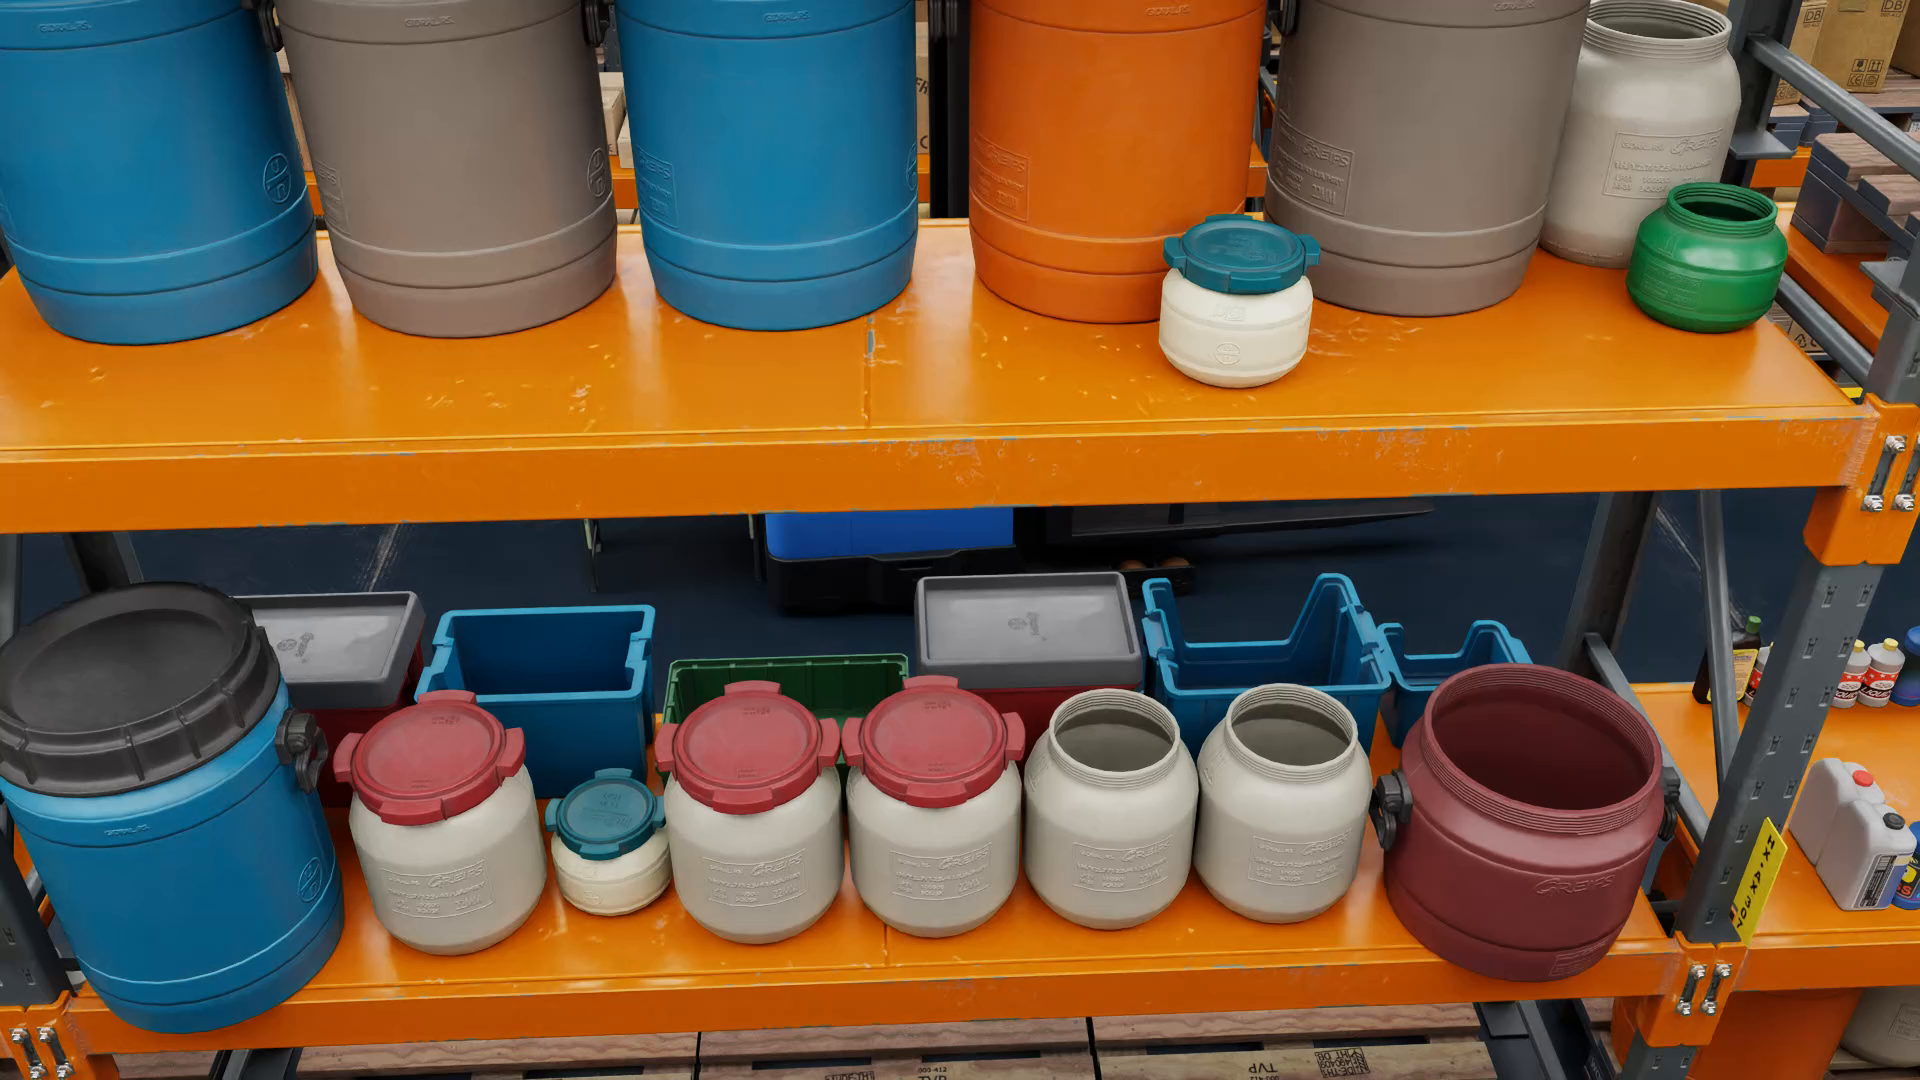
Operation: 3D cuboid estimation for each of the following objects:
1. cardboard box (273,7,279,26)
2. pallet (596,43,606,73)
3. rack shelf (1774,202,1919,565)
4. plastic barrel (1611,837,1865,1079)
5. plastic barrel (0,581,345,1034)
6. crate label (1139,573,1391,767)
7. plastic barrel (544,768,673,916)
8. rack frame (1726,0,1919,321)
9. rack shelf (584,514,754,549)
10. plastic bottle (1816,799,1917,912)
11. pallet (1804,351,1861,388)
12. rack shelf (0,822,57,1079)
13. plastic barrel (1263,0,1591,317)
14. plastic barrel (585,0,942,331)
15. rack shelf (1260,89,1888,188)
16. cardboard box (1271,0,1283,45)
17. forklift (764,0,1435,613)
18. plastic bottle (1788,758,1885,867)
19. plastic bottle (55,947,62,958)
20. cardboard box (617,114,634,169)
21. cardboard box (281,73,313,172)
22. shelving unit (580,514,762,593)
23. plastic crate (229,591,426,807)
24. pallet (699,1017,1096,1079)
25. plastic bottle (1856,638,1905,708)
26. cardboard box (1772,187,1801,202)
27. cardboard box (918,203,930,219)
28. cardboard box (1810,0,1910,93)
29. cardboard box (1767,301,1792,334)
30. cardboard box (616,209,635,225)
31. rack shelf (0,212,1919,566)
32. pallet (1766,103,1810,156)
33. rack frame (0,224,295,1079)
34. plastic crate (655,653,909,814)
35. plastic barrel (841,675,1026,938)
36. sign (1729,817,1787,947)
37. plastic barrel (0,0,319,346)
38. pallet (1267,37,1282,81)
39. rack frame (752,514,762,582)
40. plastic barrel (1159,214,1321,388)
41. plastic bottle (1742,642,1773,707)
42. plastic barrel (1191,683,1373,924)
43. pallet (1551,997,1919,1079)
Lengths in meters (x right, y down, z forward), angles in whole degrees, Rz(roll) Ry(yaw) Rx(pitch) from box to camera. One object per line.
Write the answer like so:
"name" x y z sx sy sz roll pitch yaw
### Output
"cardboard box" -3.372 -2.708 7.799 0.500 0.500 0.700 -2 35 -2
"pallet" -3.332 -3.794 13.047 1.213 0.211 1.003 -2 35 -2
"rack shelf" 3.800 -0.447 3.756 4.000 0.370 1.077 -2 35 -2
"plastic barrel" 2.290 1.241 4.858 0.708 0.830 0.600 -2 35 -2
"plastic barrel" -1.793 0.608 3.795 0.708 0.901 0.600 -2 35 -2
"crate label" 0.797 0.403 4.501 0.616 0.435 0.502 -2 35 -2
"plastic barrel" -0.864 0.761 4.136 0.301 0.262 0.301 0 35 0
"rack frame" 1.802 -1.922 2.620 0.127 3.000 1.000 -2 35 -2
"rack shelf" -1.290 -0.251 7.368 0.720 0.370 0.431 -4 35 -5
"plastic bottle" 2.250 0.768 4.114 0.135 0.276 0.152 -2 35 -2
"pallet" 4.756 -1.189 9.282 1.213 0.211 1.003 -2 35 -2
"rack shelf" -4.191 1.002 4.298 4.000 0.370 1.077 -2 35 -2
"plastic barrel" 0.971 -0.996 3.477 0.600 0.901 0.600 0 35 0
"plastic barrel" -0.389 -0.959 3.424 0.708 0.901 0.600 -2 35 -2
"rack shelf" 3.569 -2.029 8.678 4.000 0.370 1.077 -2 35 -2
"cardboard box" 2.074 -4.321 12.878 0.750 0.750 0.750 -2 35 -3
"forklift" 0.618 -1.246 6.975 3.031 2.935 1.130 -4 35 -5
"plastic bottle" 2.242 0.681 4.239 0.135 0.276 0.152 -2 35 -2
"plastic bottle" -2.854 1.375 5.134 0.135 0.276 0.152 0 35 0
"cardboard box" -1.529 -1.968 8.178 0.250 0.149 0.380 -2 35 -2
"cardboard box" -3.394 -2.171 8.163 0.500 0.500 0.700 -2 35 -3
"shelving unit" -1.290 -0.519 7.182 0.755 1.500 0.431 -4 35 -5
"plastic crate" -1.724 0.439 4.423 0.583 0.464 0.402 -2 35 -2
"pallet" -0.189 1.721 5.077 1.213 0.211 1.003 -2 35 -2
"plastic bottle" 2.630 0.371 4.752 0.097 0.201 0.097 0 35 0
"cardboard box" 4.540 -1.637 9.289 0.500 0.500 0.500 -1 35 -2
"cardboard box" 0.000 -1.665 9.075 0.500 0.311 0.500 -2 35 -4
"cardboard box" 4.399 -2.652 8.490 0.500 0.500 0.700 4 35 5
"cardboard box" 4.092 -1.334 8.852 0.500 0.500 0.500 -1 35 -2
"cardboard box" -2.033 -1.610 8.995 0.500 0.311 0.500 -2 35 -2
"rack shelf" -0.196 -0.339 3.600 4.000 0.370 1.077 -2 35 -2
"pallet" 3.514 -2.247 8.530 1.213 0.211 1.003 -2 35 -2
"rack frame" -2.193 0.652 4.171 0.127 3.000 1.000 -2 35 -2
"plastic crate" -0.467 0.532 4.531 0.662 0.188 0.450 -2 35 -2
"plastic barrel" -0.062 0.664 4.035 0.433 0.535 0.433 0 35 0
"sign" 1.835 0.790 3.829 0.005 0.325 0.100 -2 35 -2
"plastic barrel" -1.696 -0.924 3.373 0.708 0.901 0.600 -2 35 -2
"pallet" 2.124 -3.919 13.227 1.213 0.211 1.003 -2 35 -2
"rack frame" -0.927 -0.543 7.217 0.023 1.500 0.400 -4 35 -5
"plastic barrel" 0.543 -0.465 3.272 0.301 0.262 0.301 0 35 0
"plastic bottle" 2.302 0.380 4.739 0.097 0.201 0.097 0 35 0
"plastic barrel" 0.785 0.648 4.080 0.421 0.512 0.421 0 35 0
"pallet" 2.588 1.646 5.186 1.213 0.211 1.003 -2 35 -2
